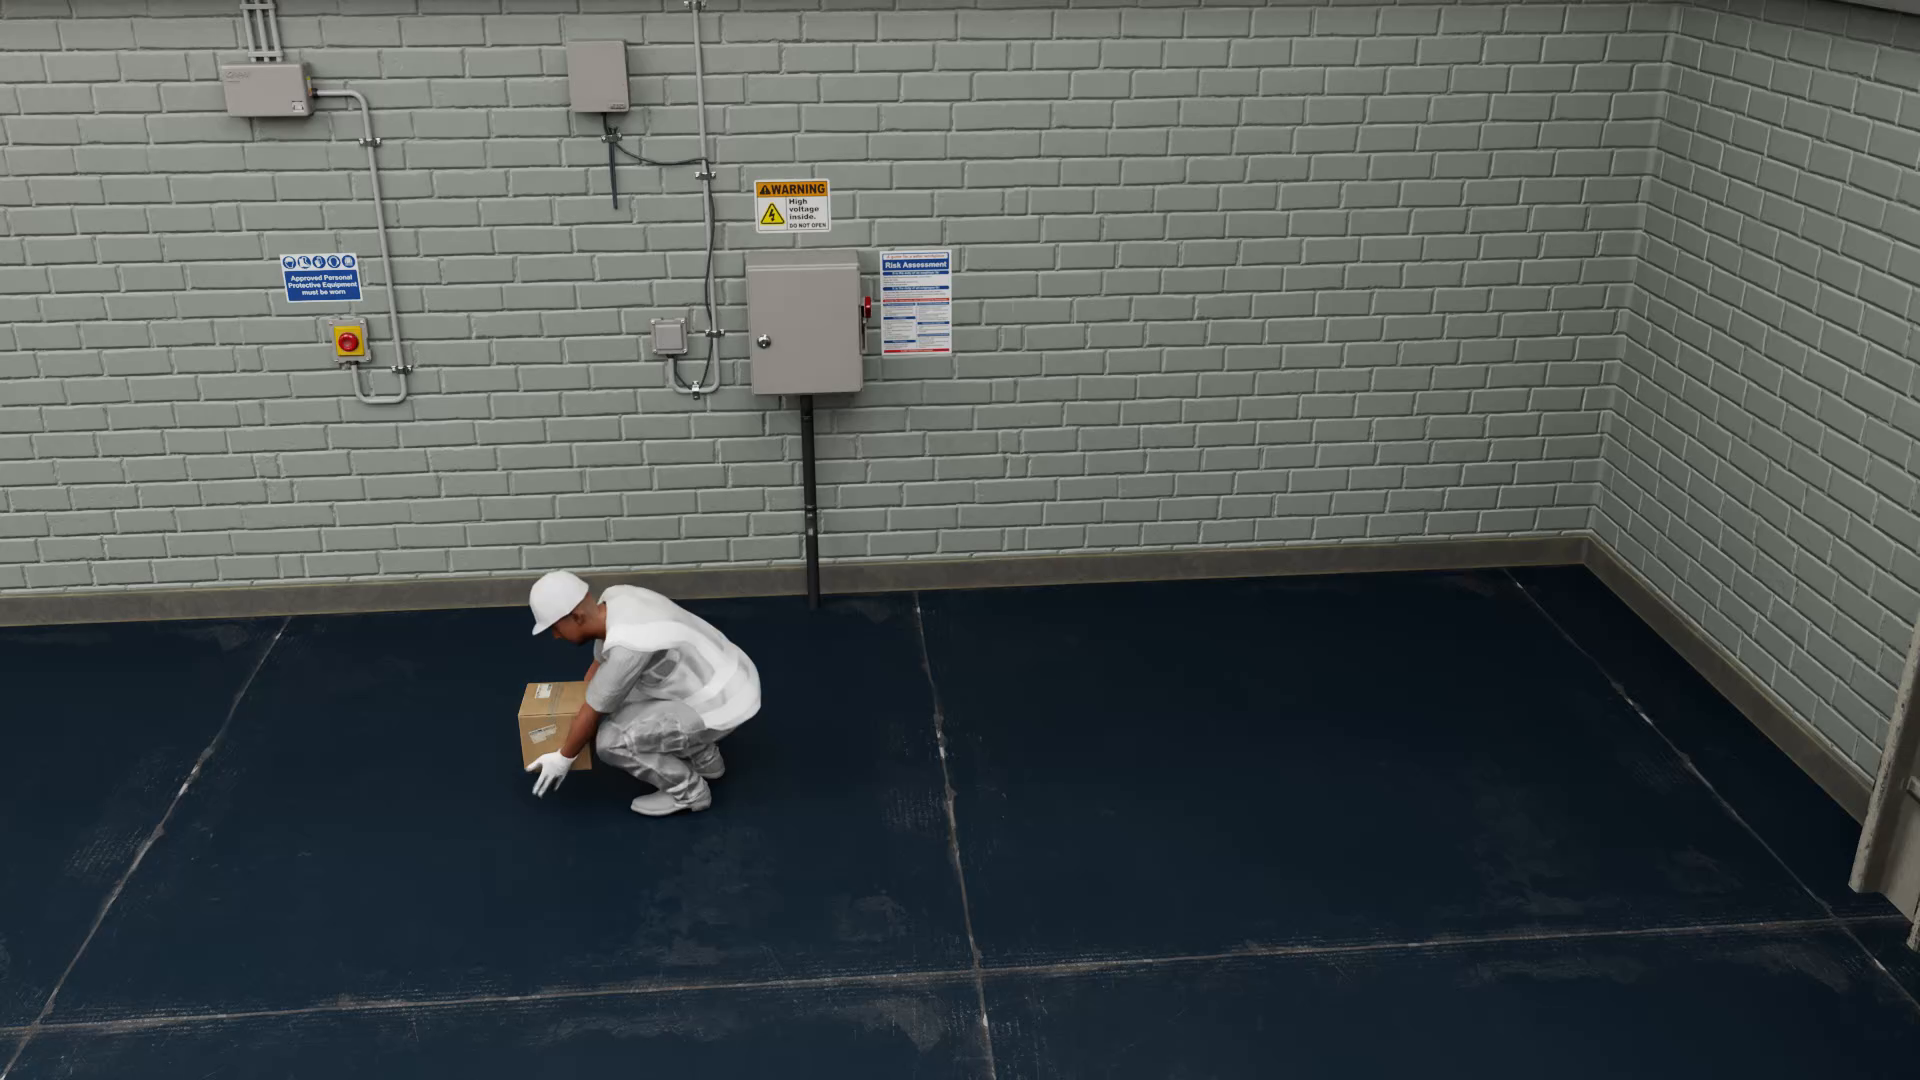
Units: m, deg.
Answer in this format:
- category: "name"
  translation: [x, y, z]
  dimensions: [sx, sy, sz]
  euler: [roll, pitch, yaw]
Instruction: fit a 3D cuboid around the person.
- category: "person"
  translation: [-1.204, 0.550, 6.305]
  dimensions: [0.888, 0.999, 0.564]
  euler: [-2, 24, -6]
